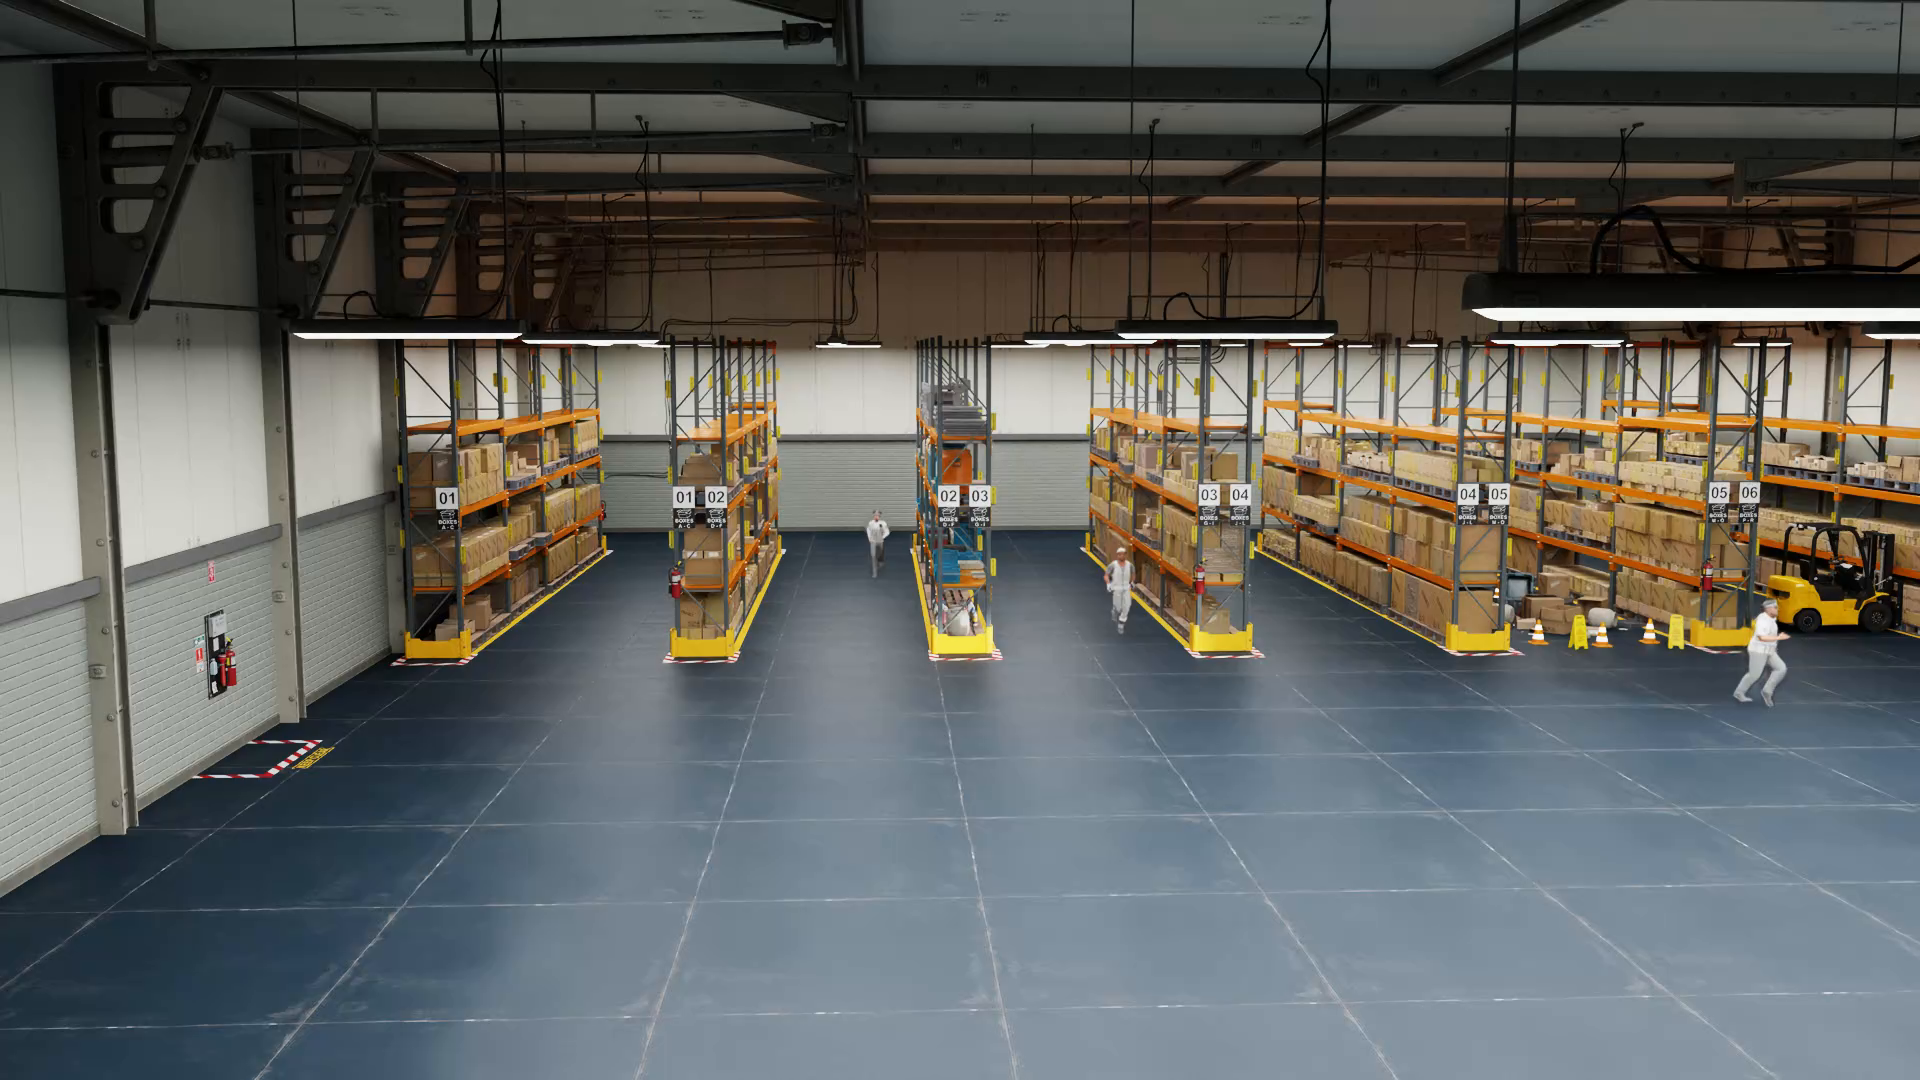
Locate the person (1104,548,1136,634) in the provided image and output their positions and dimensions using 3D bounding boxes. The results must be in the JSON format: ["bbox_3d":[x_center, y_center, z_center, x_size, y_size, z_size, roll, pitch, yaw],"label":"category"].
[{"bbox_3d":[3.283,1.020,33.958,0.670,1.752,0.611,-1,7,-9],"label":"person"}]

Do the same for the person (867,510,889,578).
[{"bbox_3d":[-2.093,0.081,42.469,0.584,1.697,1.074,0,6,-2],"label":"person"}]

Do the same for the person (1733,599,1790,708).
[{"bbox_3d":[12.942,1.815,26.807,0.846,1.796,0.690,6,9,45],"label":"person"}]

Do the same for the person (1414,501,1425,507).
[{"bbox_3d":[13.647,-0.766,49.522,0.809,1.767,0.713,2,7,16],"label":"person"}]
